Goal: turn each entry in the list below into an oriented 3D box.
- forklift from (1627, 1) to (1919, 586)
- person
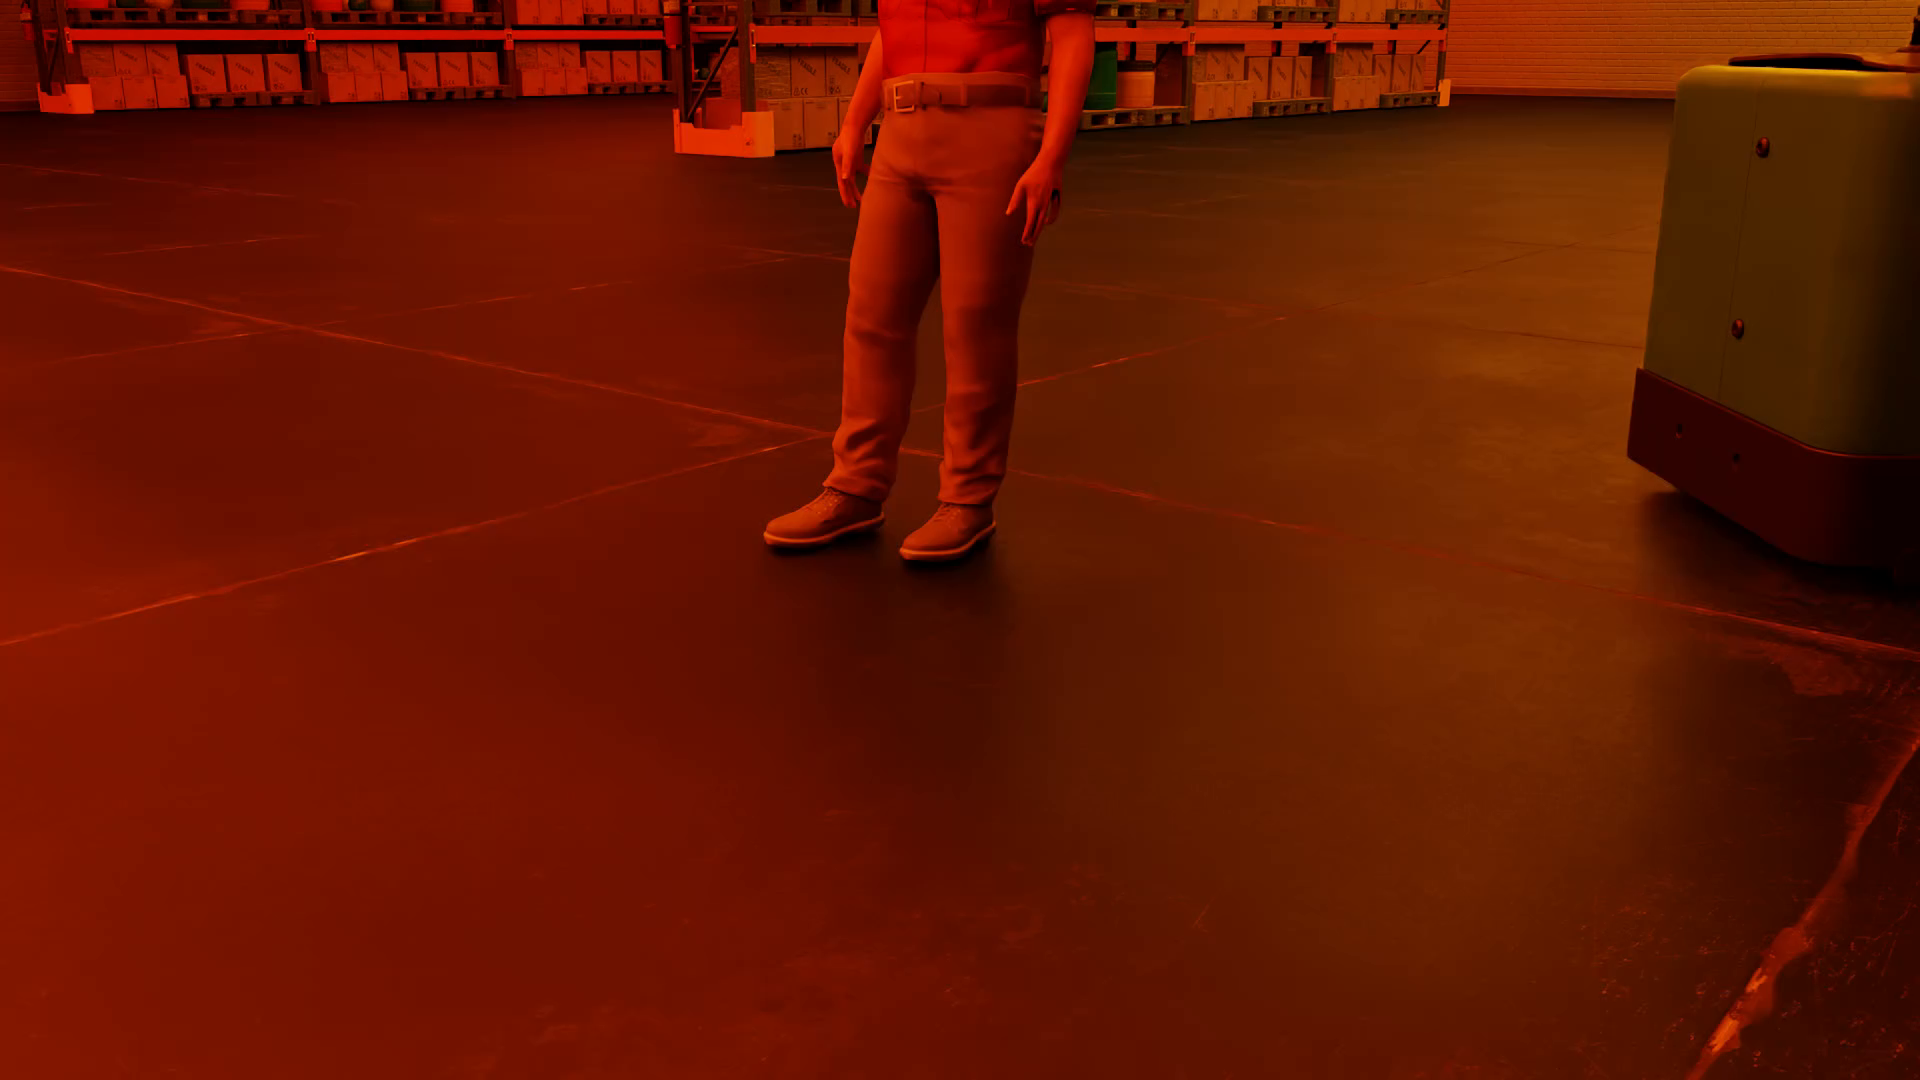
[{"bbox_3d":[3.294,-1.435,3.622,3.031,2.935,1.130,0,17,-1],"label":"forklift"},{"bbox_3d":[-0.066,-0.817,3.630,0.640,1.728,0.550,13,21,37],"label":"person"}]
